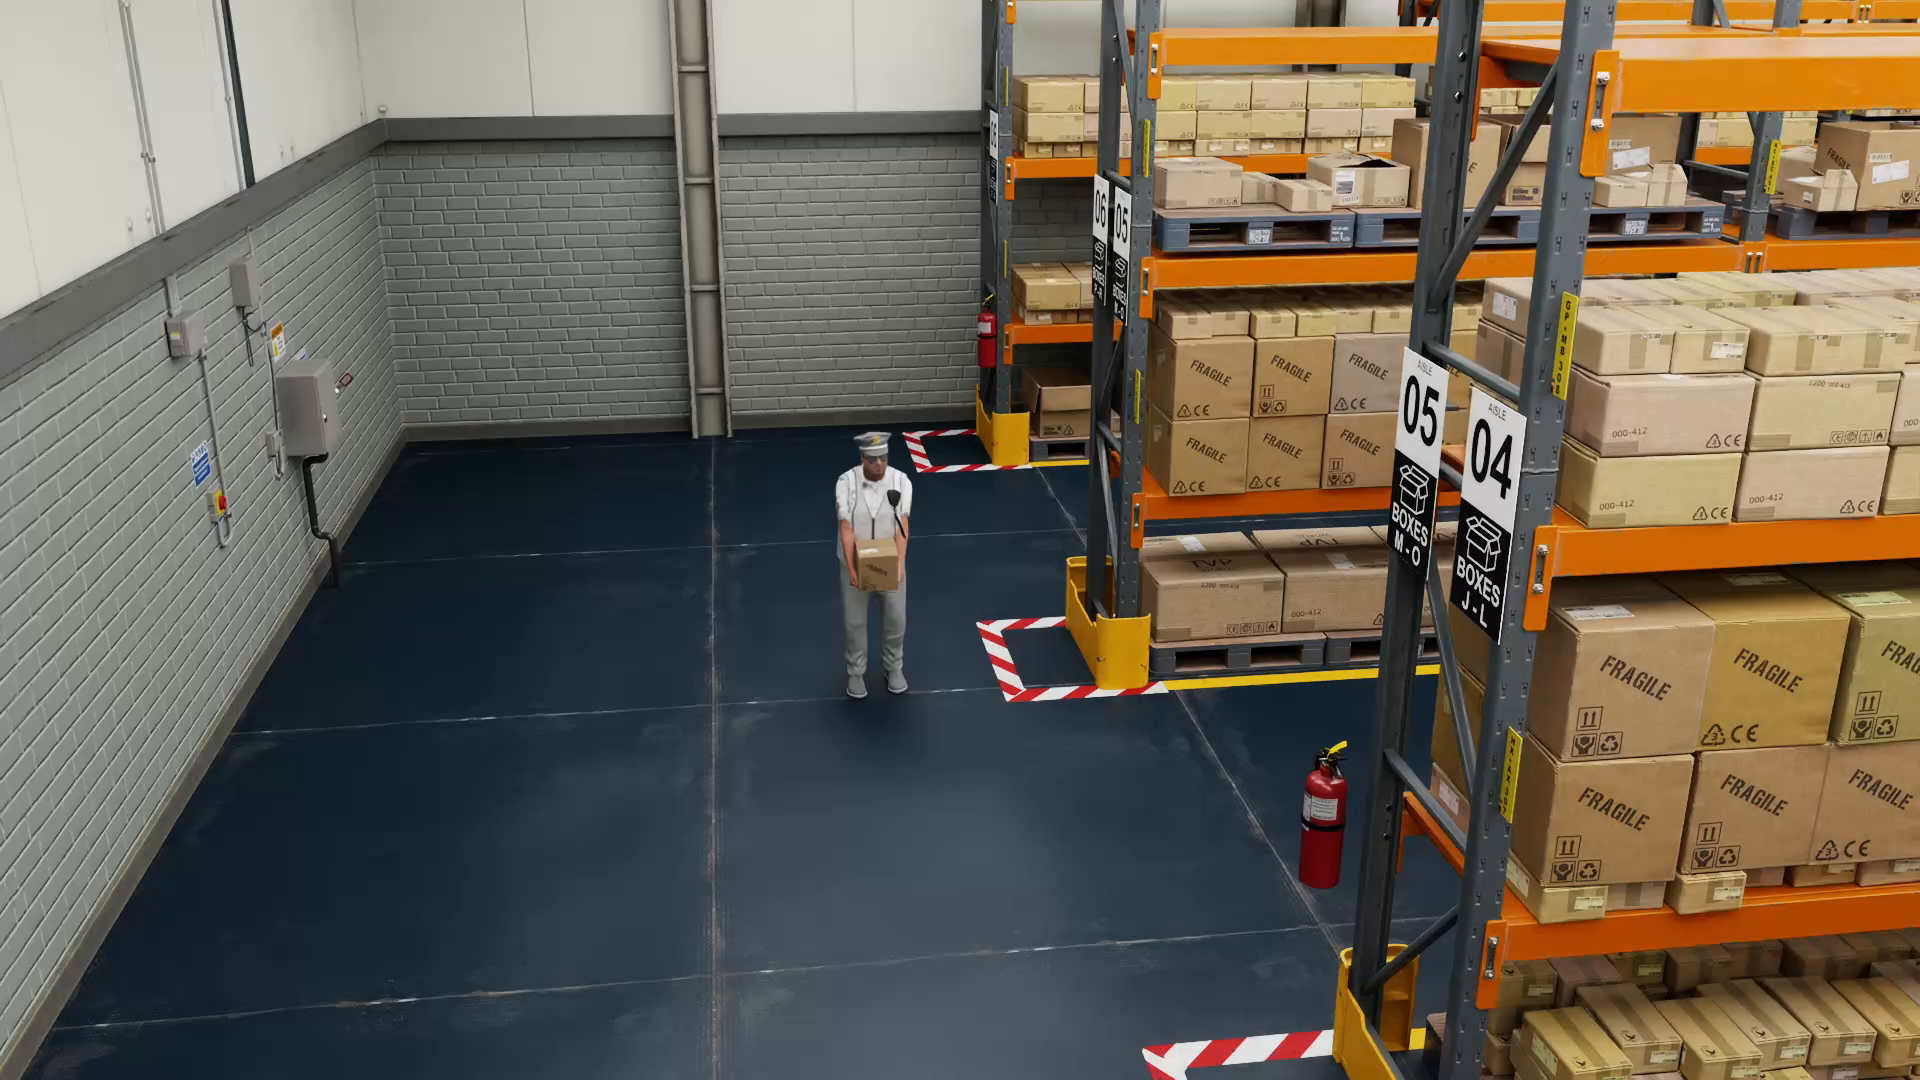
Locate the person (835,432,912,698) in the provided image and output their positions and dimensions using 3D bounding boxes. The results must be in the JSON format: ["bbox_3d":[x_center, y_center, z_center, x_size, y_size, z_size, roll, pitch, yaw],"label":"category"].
[{"bbox_3d":[-0.539,0.152,10.640,0.488,1.761,0.583,-3,20,-9],"label":"person"}]
